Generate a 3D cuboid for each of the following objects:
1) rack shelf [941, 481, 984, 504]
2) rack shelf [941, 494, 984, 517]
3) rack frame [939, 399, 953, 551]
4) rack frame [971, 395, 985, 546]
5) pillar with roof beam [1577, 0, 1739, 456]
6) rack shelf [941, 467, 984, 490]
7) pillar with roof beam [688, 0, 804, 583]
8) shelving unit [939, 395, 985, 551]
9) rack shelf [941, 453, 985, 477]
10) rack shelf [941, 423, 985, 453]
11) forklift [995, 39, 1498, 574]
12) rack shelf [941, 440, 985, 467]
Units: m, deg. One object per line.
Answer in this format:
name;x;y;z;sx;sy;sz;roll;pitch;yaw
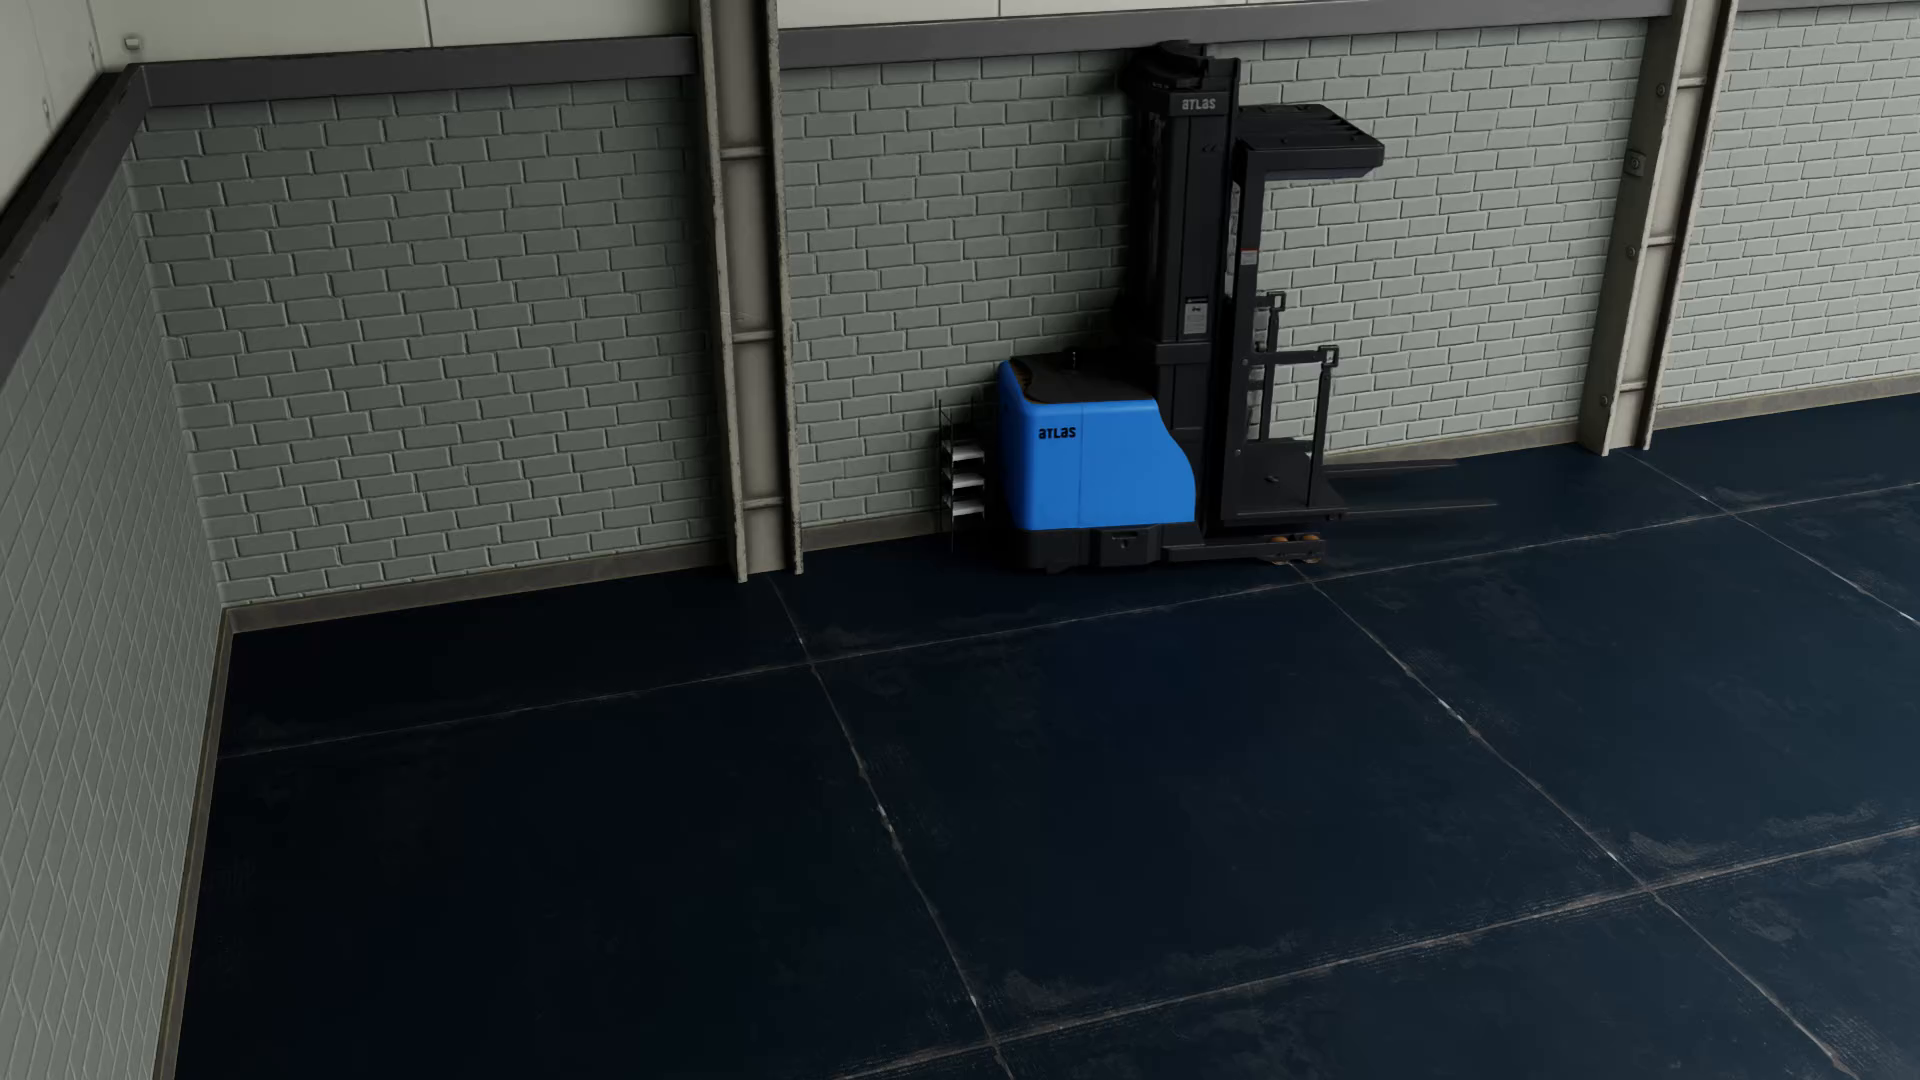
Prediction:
rack shelf;0.012;-0.290;10.100;0.200;0.077;0.258;-9;28;-17
rack shelf;0.012;-0.210;10.140;0.200;0.077;0.258;-9;28;-17
rack frame;-0.084;-0.386;10.016;0.006;0.900;0.240;-9;28;-17
rack frame;0.108;-0.415;10.074;0.006;0.900;0.240;-9;28;-17
pillar with roof beam;5.876;-2.878;5.928;0.400;9.000;9.100;-8;28;-16
rack shelf;0.012;-0.371;10.060;0.200;0.077;0.258;-9;28;-17
pillar with roof beam;0.171;-2.052;4.263;0.400;9.000;9.100;-8;28;-16
shelving unit;0.012;-0.401;10.045;0.210;0.900;0.258;-9;28;-17
rack shelf;0.012;-0.451;10.020;0.200;0.077;0.258;-9;28;-17
rack shelf;0.012;-0.613;9.940;0.200;0.077;0.258;-9;28;-17
forklift;1.758;-1.393;9.761;3.031;2.935;1.130;-3;27;-7
rack shelf;0.012;-0.532;9.980;0.200;0.077;0.258;-9;28;-17
